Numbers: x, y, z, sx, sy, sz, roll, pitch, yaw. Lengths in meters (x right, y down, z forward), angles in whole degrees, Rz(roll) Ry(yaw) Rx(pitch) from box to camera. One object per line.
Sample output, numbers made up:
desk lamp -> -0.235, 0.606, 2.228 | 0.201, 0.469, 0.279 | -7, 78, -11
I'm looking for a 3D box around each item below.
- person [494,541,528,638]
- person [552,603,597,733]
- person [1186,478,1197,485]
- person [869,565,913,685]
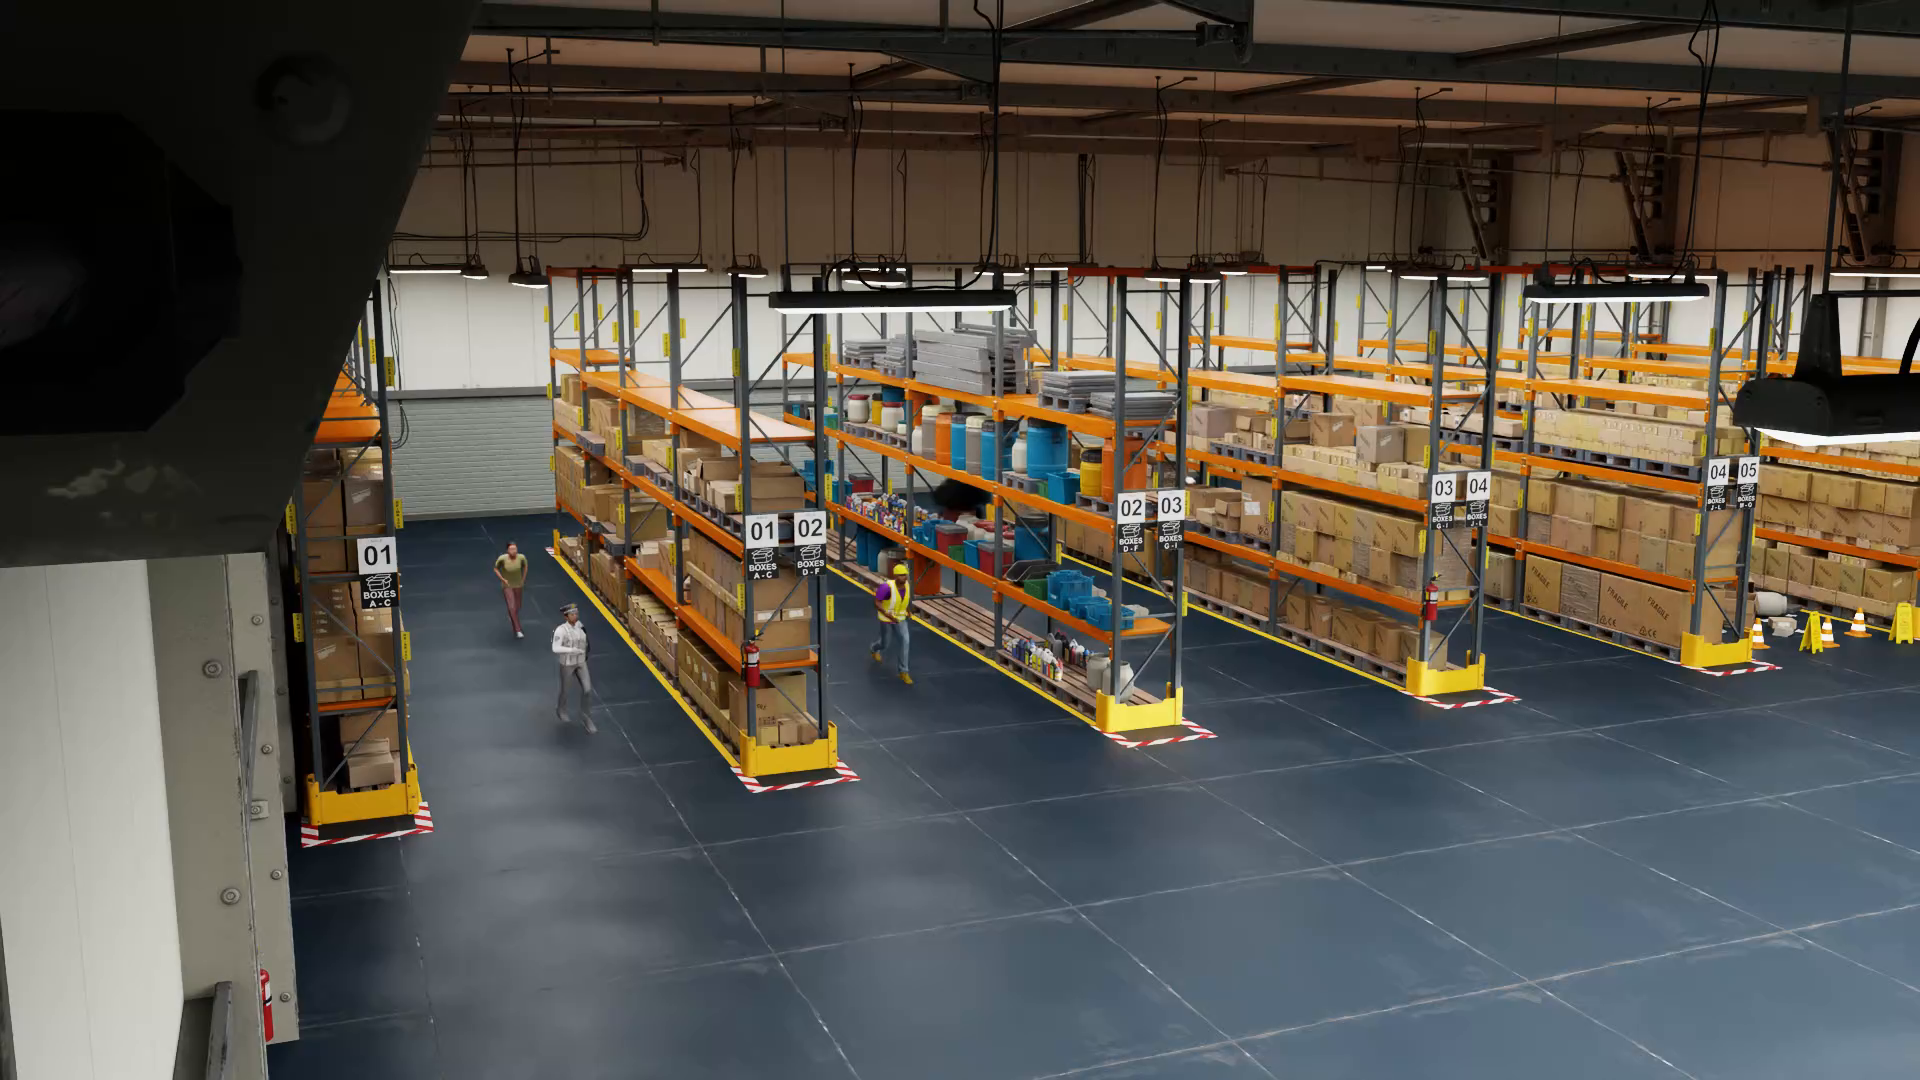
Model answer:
person -> -7.464, 0.774, 27.651 | 0.555, 1.616, 0.786 | -4, 11, -21
person -> -5.178, 1.676, 22.133 | 0.598, 1.743, 0.779 | -9, 13, -40
person -> 4.724, -0.420, 34.119 | 0.661, 1.731, 0.584 | -3, 10, -19
person -> -1.018, 1.144, 24.771 | 0.700, 1.633, 1.098 | -7, 12, -33
